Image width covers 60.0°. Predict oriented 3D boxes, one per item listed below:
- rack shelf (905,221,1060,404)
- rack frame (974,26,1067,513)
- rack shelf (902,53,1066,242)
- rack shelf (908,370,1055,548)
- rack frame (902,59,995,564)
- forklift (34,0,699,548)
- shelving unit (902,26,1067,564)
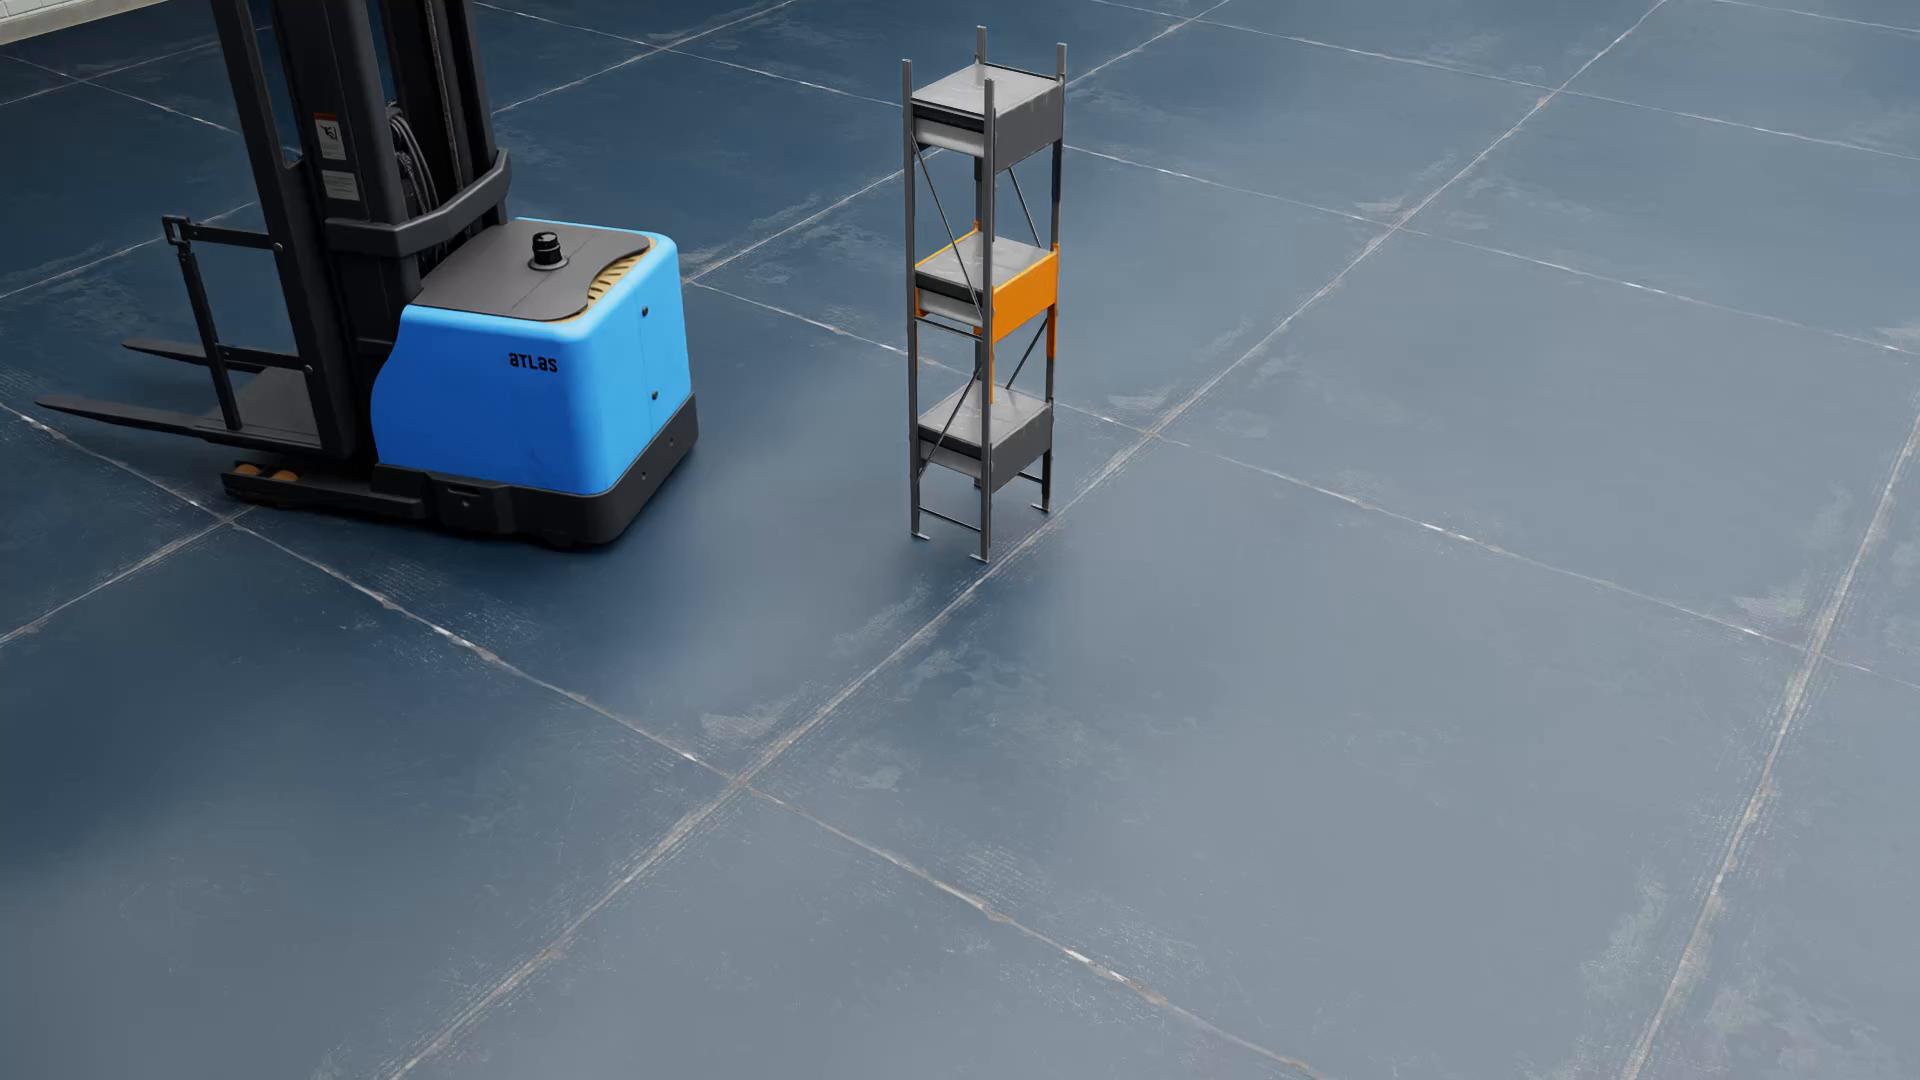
[{"bbox_3d":[0.094,-0.935,6.782,0.431,0.518,0.480,21,39,28],"label":"rack shelf"},{"bbox_3d":[0.234,-1.058,6.940,0.400,2.100,0.015,21,39,28],"label":"rack frame"},{"bbox_3d":[0.094,-1.515,6.390,0.431,0.518,0.480,21,39,28],"label":"rack shelf"},{"bbox_3d":[0.094,-0.355,7.174,0.431,0.518,0.480,21,39,28],"label":"rack shelf"},{"bbox_3d":[-0.045,-0.834,6.608,0.400,2.100,0.015,21,39,28],"label":"rack frame"},{"bbox_3d":[-2.808,-1.633,7.048,3.031,2.935,1.130,9,35,13],"label":"forklift"},{"bbox_3d":[0.094,-0.946,6.774,0.431,2.100,0.503,21,39,28],"label":"shelving unit"}]
